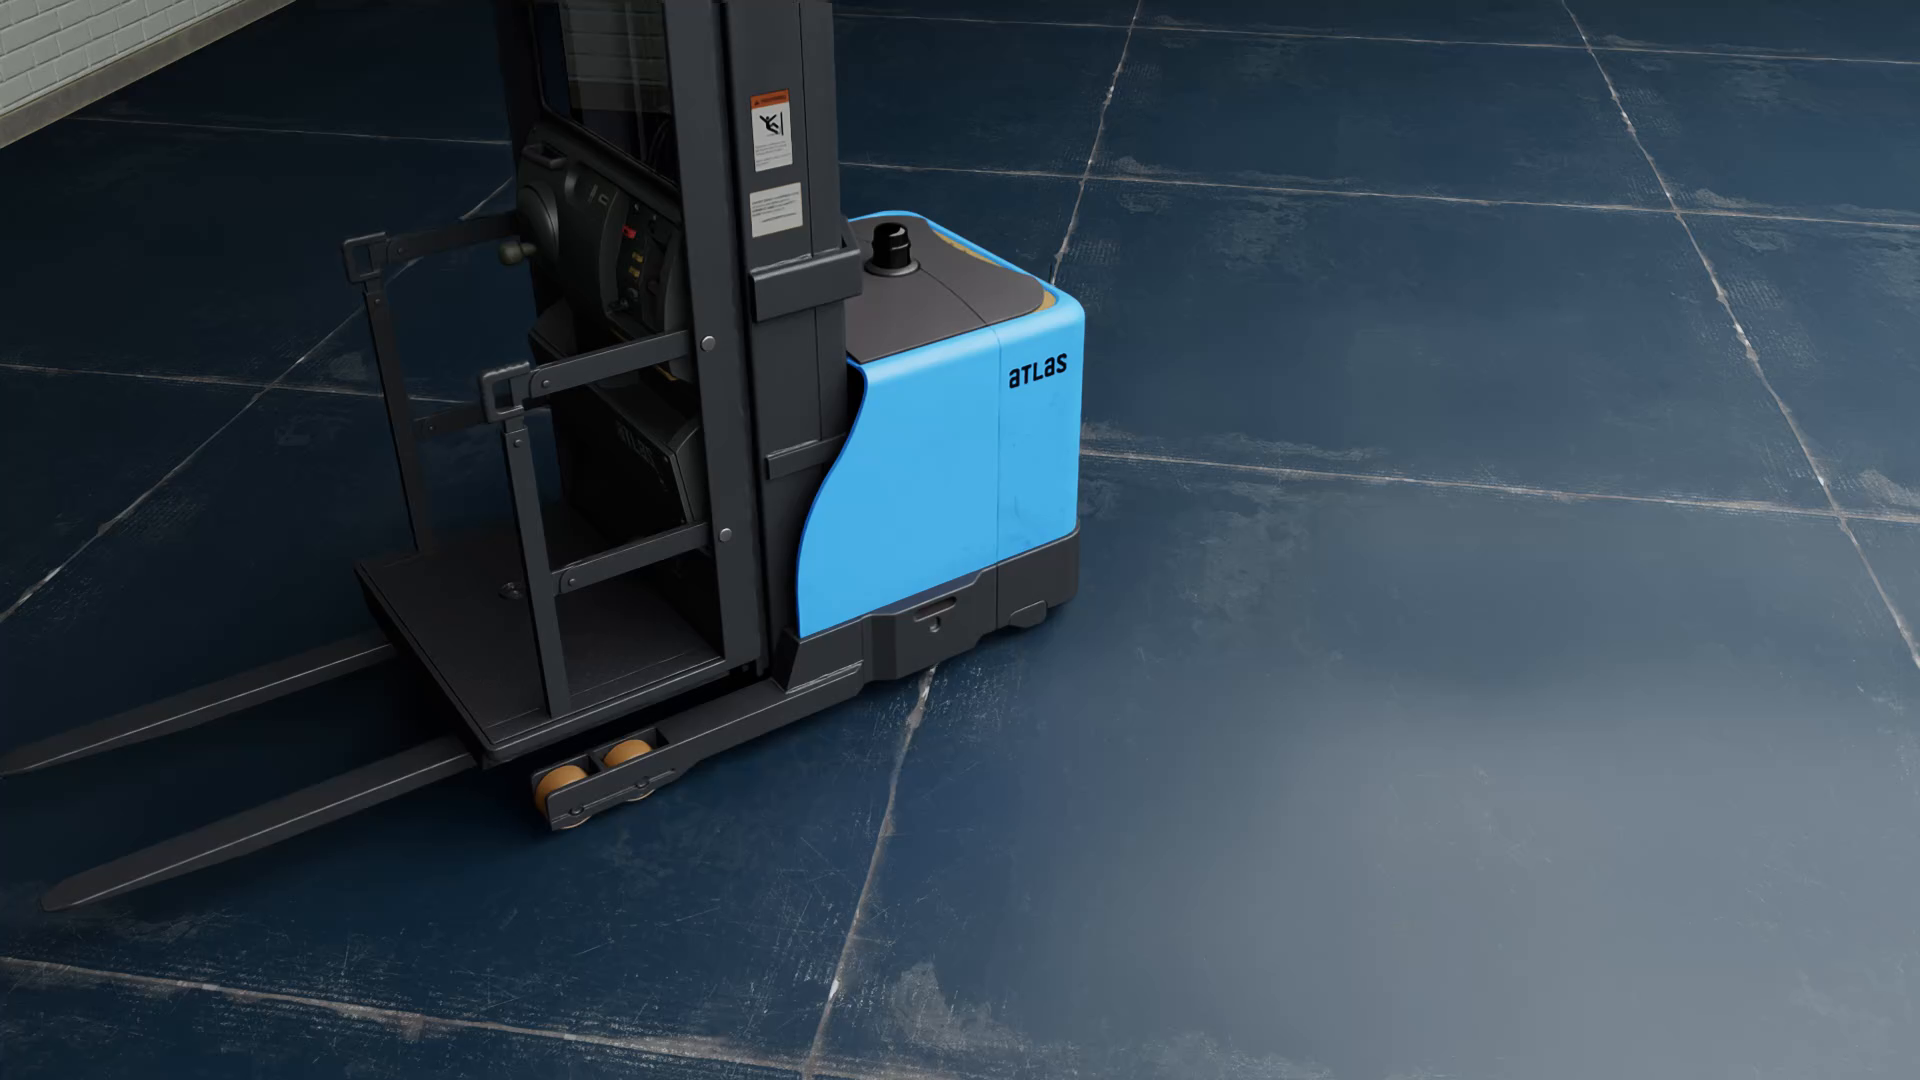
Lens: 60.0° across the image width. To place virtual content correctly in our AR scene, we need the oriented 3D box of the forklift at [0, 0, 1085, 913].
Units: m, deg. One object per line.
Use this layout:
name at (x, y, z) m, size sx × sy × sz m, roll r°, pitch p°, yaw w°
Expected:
forklift at (-1.117, -0.782, 4.237) m, size 3.031 × 2.935 × 1.130 m, roll -20°, pitch 37°, yaw -29°

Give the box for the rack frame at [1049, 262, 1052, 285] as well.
rack frame at (0.306, -0.477, 5.664) m, size 0.006 × 0.900 × 0.240 m, roll -1°, pitch 32°, yaw -2°

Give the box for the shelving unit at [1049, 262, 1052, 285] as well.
shelving unit at (0.205, -0.475, 5.661) m, size 0.210 × 0.900 × 0.258 m, roll -1°, pitch 32°, yaw -2°
